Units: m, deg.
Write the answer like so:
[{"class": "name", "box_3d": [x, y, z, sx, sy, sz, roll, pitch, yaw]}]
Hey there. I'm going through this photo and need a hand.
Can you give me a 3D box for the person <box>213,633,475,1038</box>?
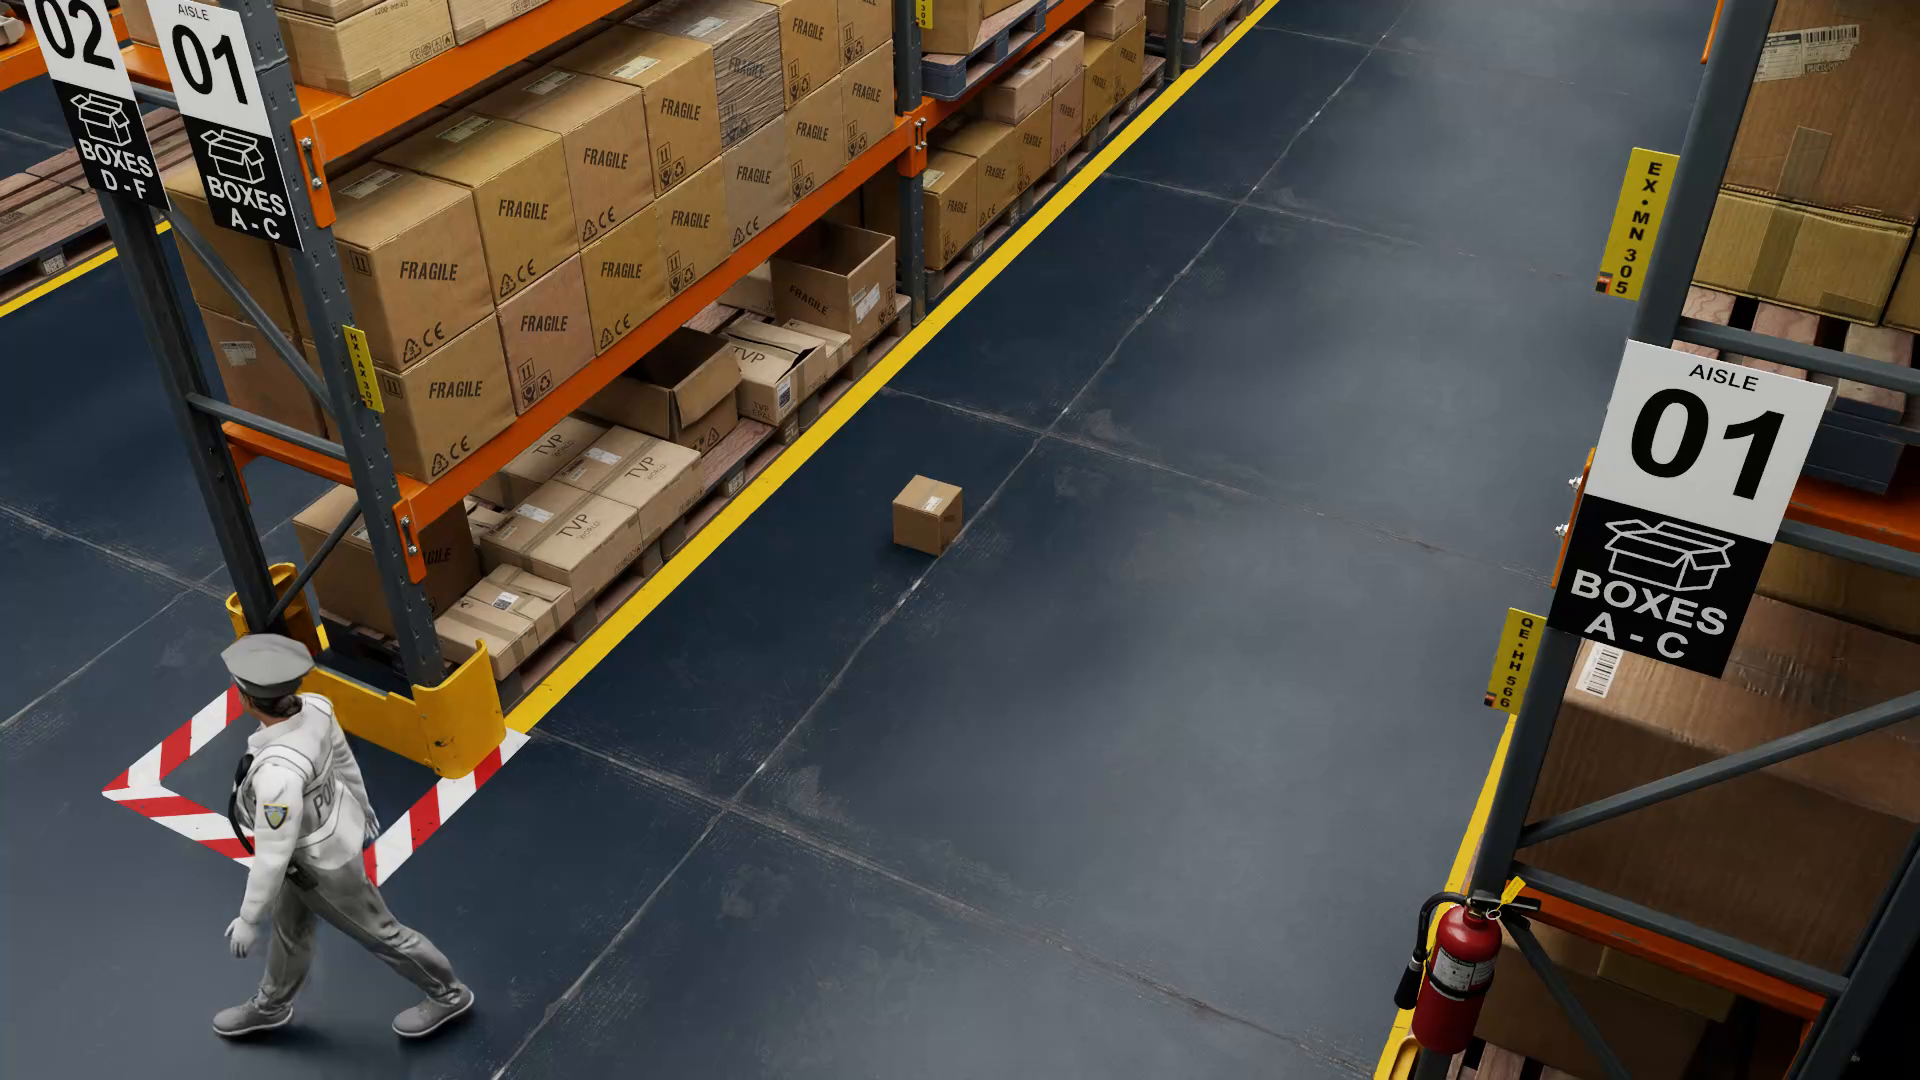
[{"class": "person", "box_3d": [-2.173, 1.057, 5.385, 0.902, 1.624, 0.595, -8, 39, -9]}]
